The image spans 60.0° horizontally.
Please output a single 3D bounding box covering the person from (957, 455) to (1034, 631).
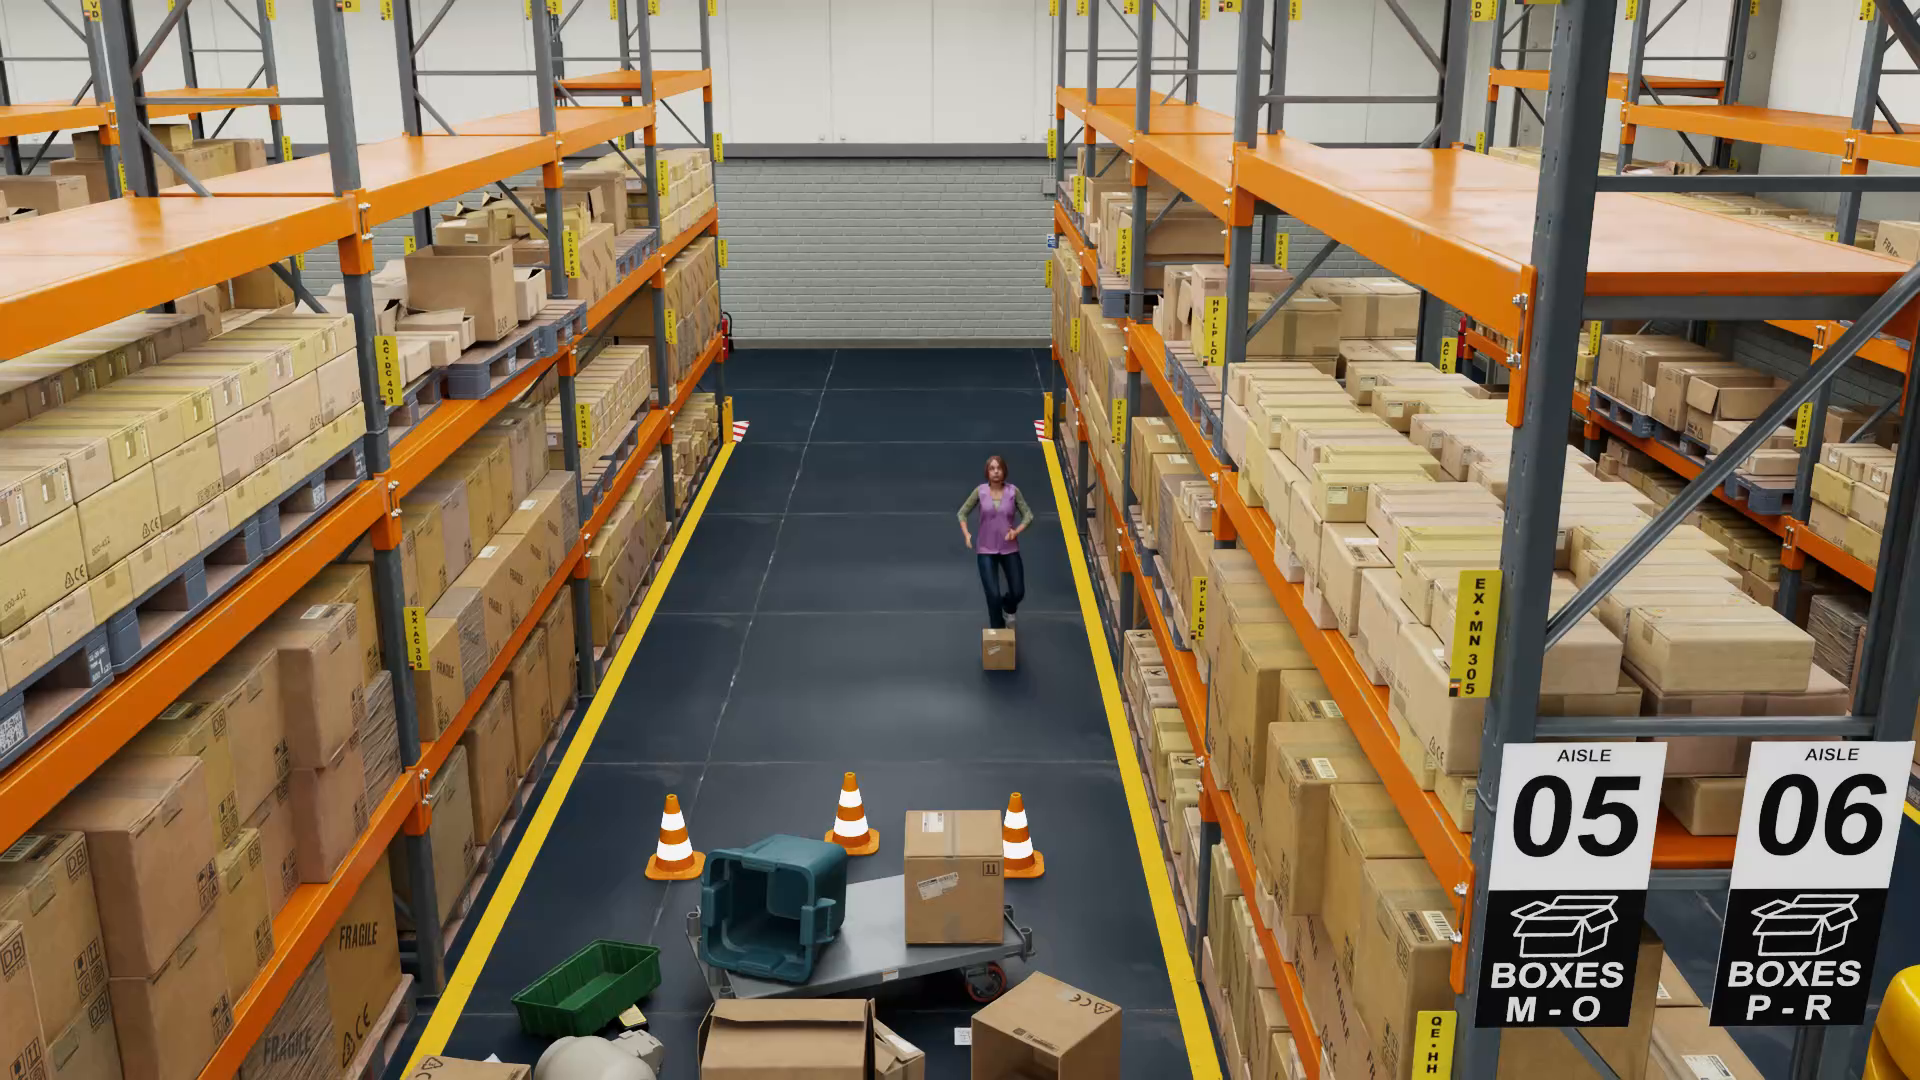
[{"bbox_3d":[0.299,0.112,13.282,0.610,1.537,0.620,-2,17,-6],"label":"person"}]
